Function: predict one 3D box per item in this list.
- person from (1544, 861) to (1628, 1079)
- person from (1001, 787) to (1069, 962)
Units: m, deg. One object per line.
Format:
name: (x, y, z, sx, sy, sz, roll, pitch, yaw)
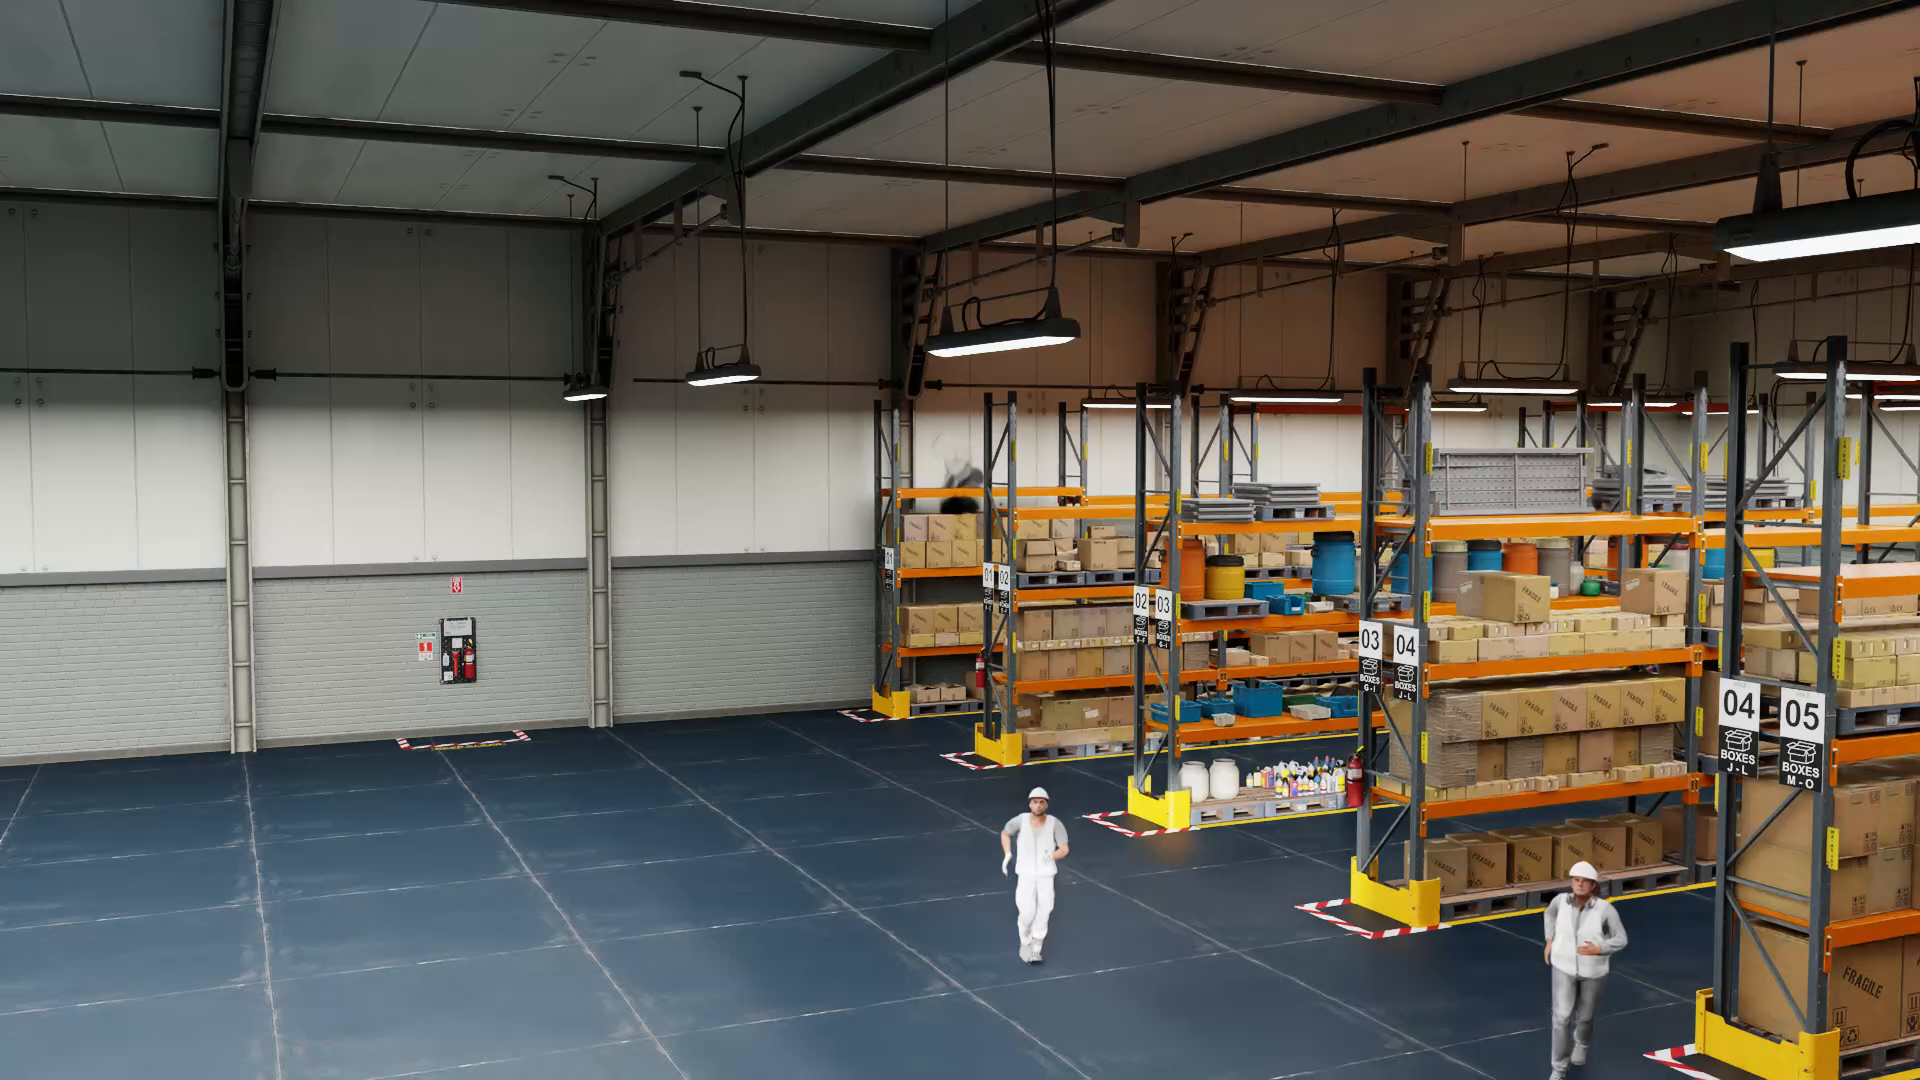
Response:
person: (5.038, 3.482, 13.431, 0.655, 1.805, 0.847, 2, 4, 25)
person: (0.748, 3.315, 16.387, 0.652, 1.752, 0.641, 0, 3, -2)
